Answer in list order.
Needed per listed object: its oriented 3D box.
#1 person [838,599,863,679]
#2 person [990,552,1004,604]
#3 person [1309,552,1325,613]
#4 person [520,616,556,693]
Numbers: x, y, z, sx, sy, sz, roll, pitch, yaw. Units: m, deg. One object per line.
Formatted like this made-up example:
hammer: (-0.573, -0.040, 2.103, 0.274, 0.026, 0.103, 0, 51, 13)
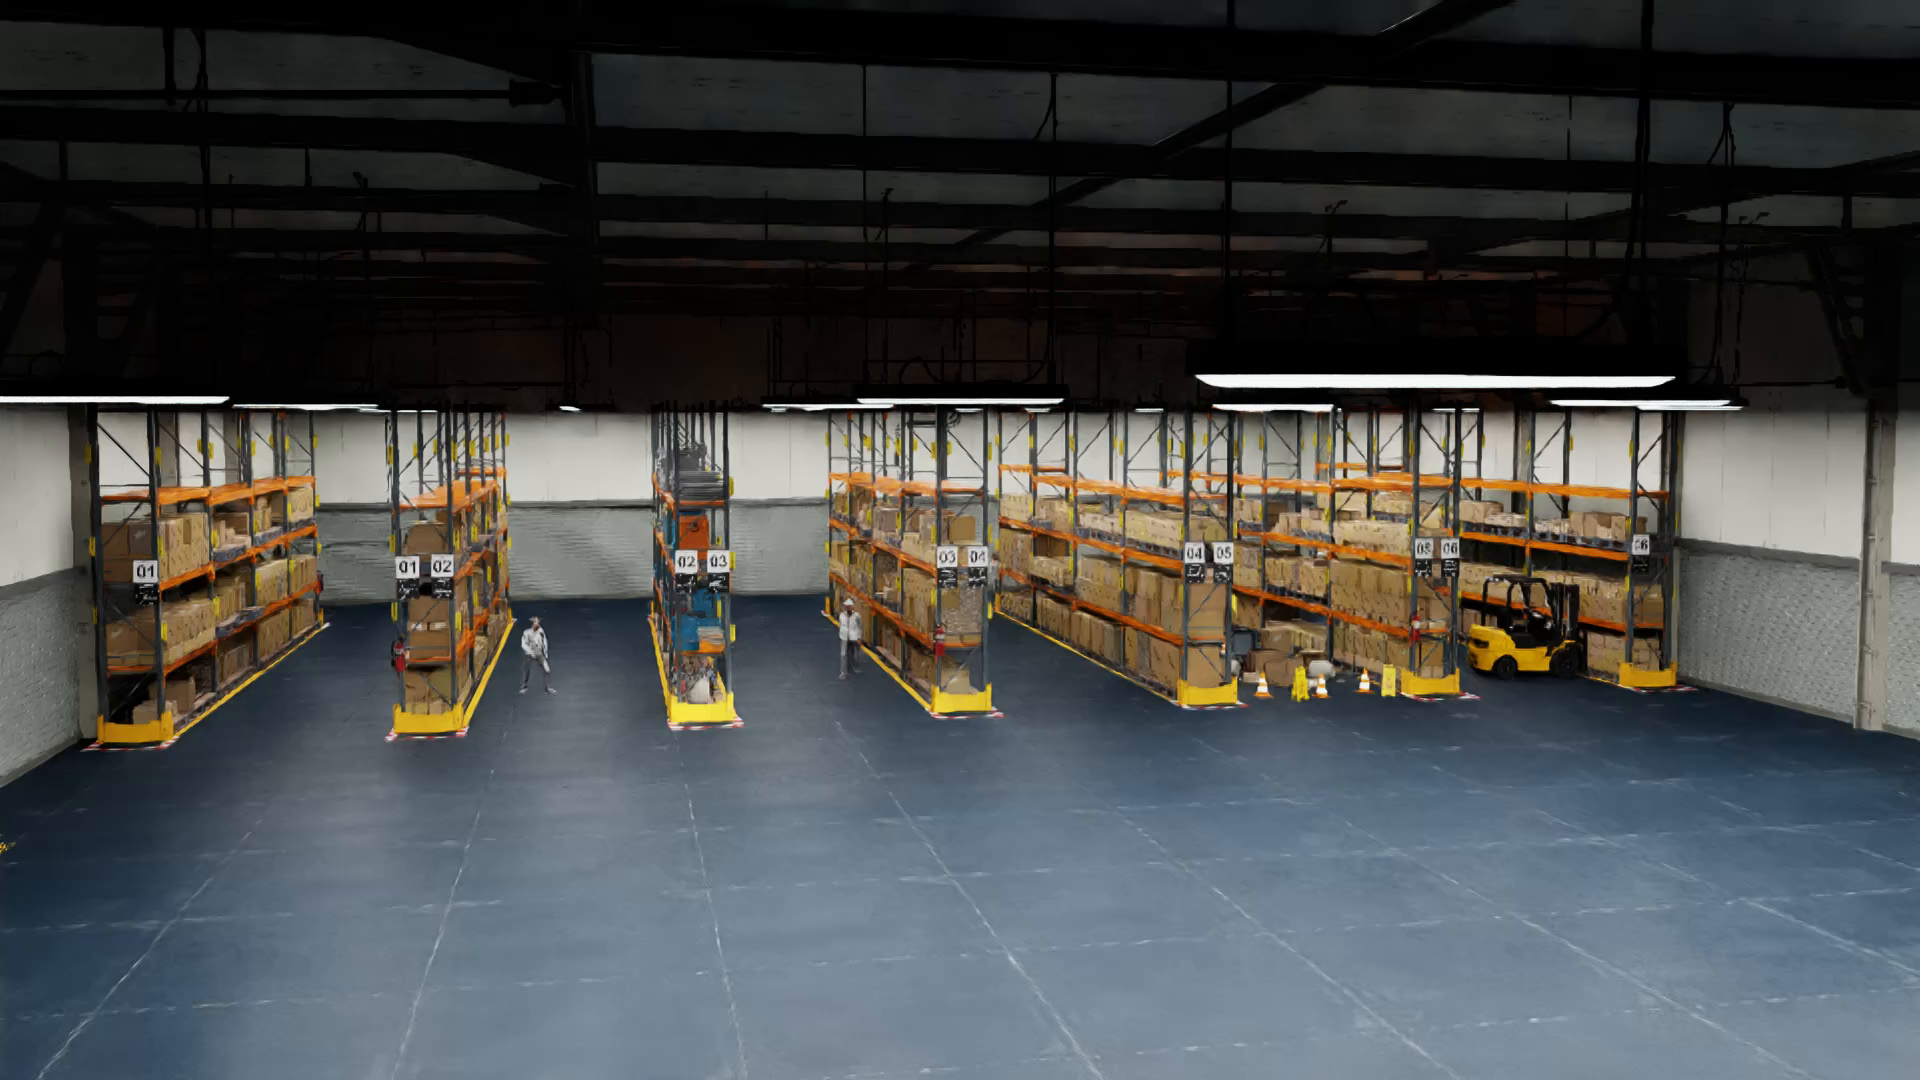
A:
person: (-2.375, 2.131, 36.210, 0.558, 1.736, 0.925, 0, 4, 4)
person: (1.150, 1.146, 50.296, 0.474, 1.587, 0.500, 2, 5, 26)
person: (10.349, 1.217, 47.788, 0.586, 1.782, 0.691, 0, 4, -2)
person: (-8.717, 2.342, 34.106, 0.643, 1.612, 0.794, -2, 5, -29)
